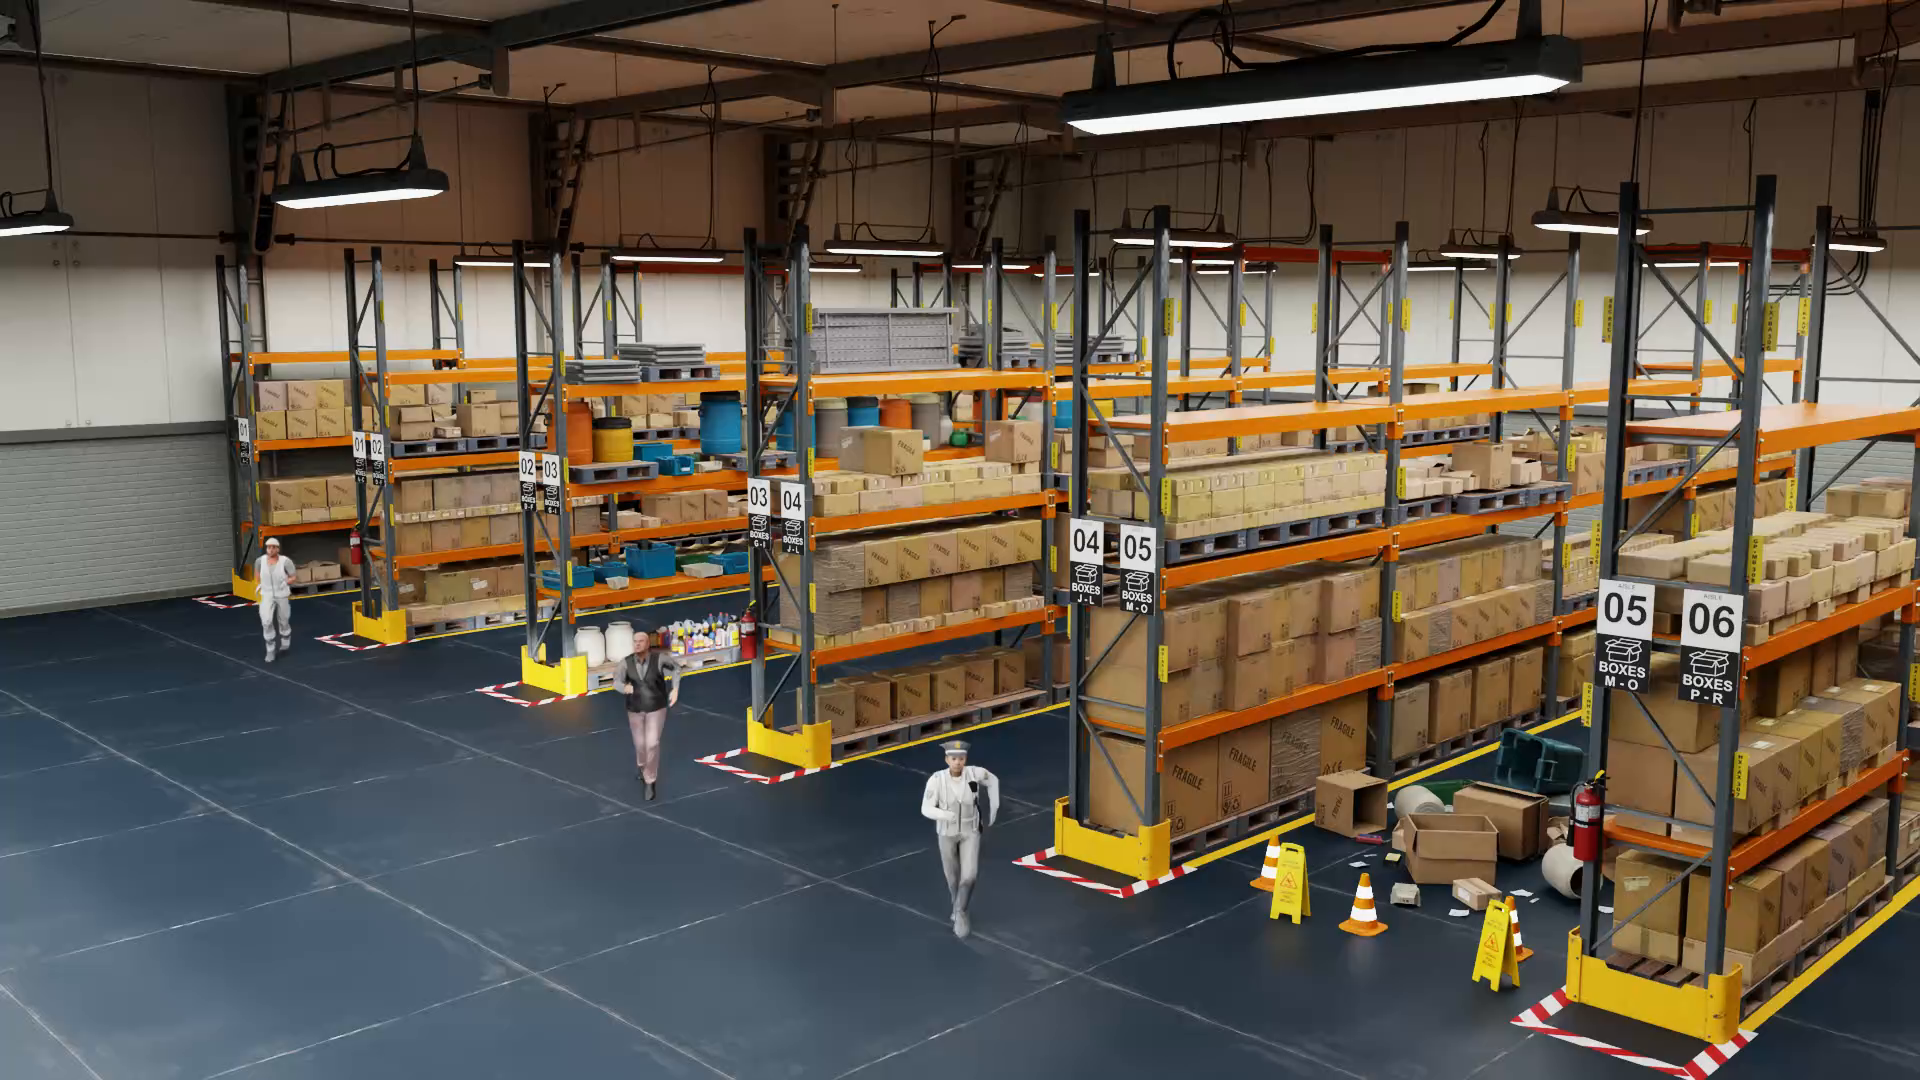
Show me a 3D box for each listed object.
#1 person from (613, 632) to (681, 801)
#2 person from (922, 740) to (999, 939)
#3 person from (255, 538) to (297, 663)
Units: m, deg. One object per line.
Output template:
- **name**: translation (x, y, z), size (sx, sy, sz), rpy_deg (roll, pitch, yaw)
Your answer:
- **person**: translation (-3.315, 1.833, 17.646), size (0.664, 1.772, 0.898), rpy_deg (0, 8, 3)
- **person**: translation (0.007, 2.415, 13.609), size (0.642, 1.670, 0.783), rpy_deg (0, 8, -2)
- **person**: translation (-9.995, 0.856, 24.321), size (0.587, 1.819, 0.866), rpy_deg (-2, 8, -15)
